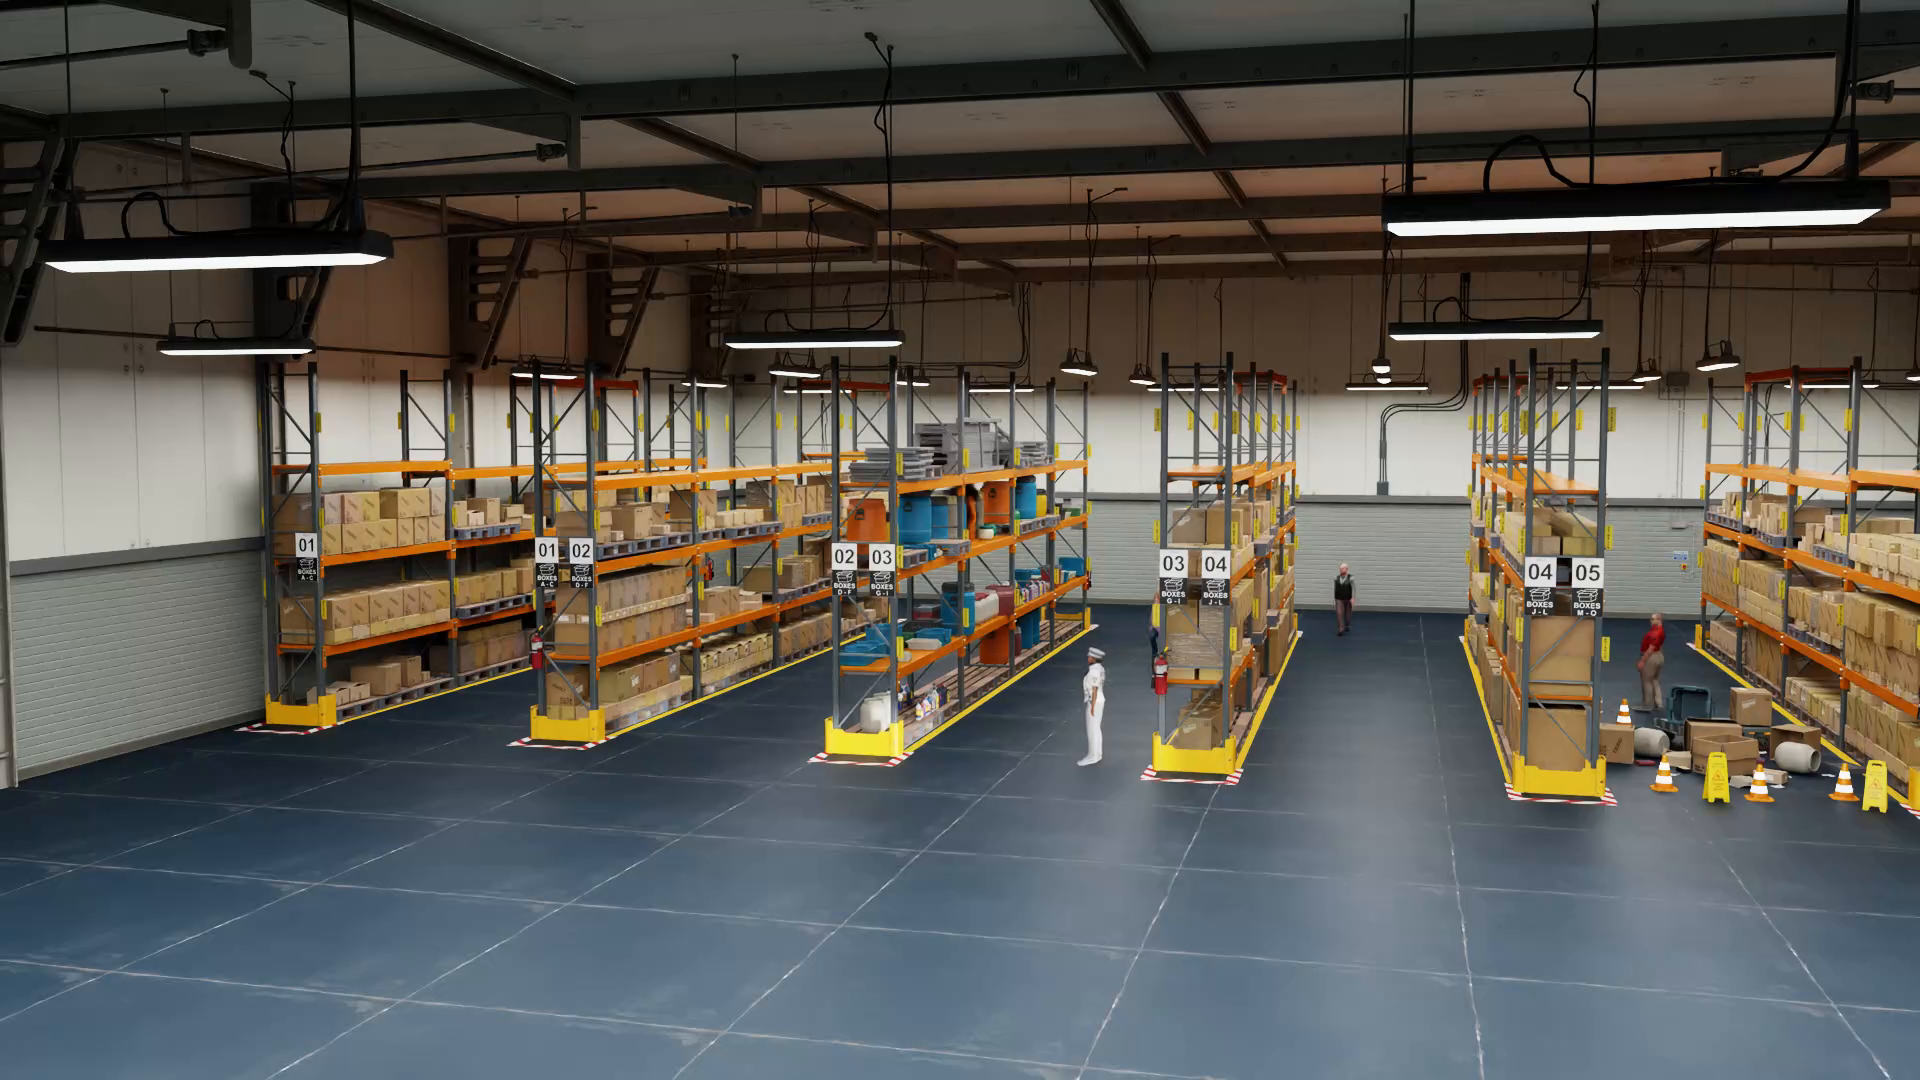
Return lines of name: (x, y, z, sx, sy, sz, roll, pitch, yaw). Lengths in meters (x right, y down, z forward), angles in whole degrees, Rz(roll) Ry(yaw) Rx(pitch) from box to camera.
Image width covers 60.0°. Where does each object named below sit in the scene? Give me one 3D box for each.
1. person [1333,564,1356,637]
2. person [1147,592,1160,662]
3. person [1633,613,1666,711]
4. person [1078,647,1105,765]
person: (9.071, 1.413, 39.216, 0.524, 1.681, 1.066, 1, 4, 11)
person: (3.977, 1.778, 33.074, 0.526, 1.485, 0.911, 1, 4, 18)
person: (11.953, 2.141, 28.802, 0.599, 1.770, 0.494, -3, 5, -36)
person: (1.944, 2.434, 24.528, 0.380, 1.697, 0.549, 1, 4, 9)
